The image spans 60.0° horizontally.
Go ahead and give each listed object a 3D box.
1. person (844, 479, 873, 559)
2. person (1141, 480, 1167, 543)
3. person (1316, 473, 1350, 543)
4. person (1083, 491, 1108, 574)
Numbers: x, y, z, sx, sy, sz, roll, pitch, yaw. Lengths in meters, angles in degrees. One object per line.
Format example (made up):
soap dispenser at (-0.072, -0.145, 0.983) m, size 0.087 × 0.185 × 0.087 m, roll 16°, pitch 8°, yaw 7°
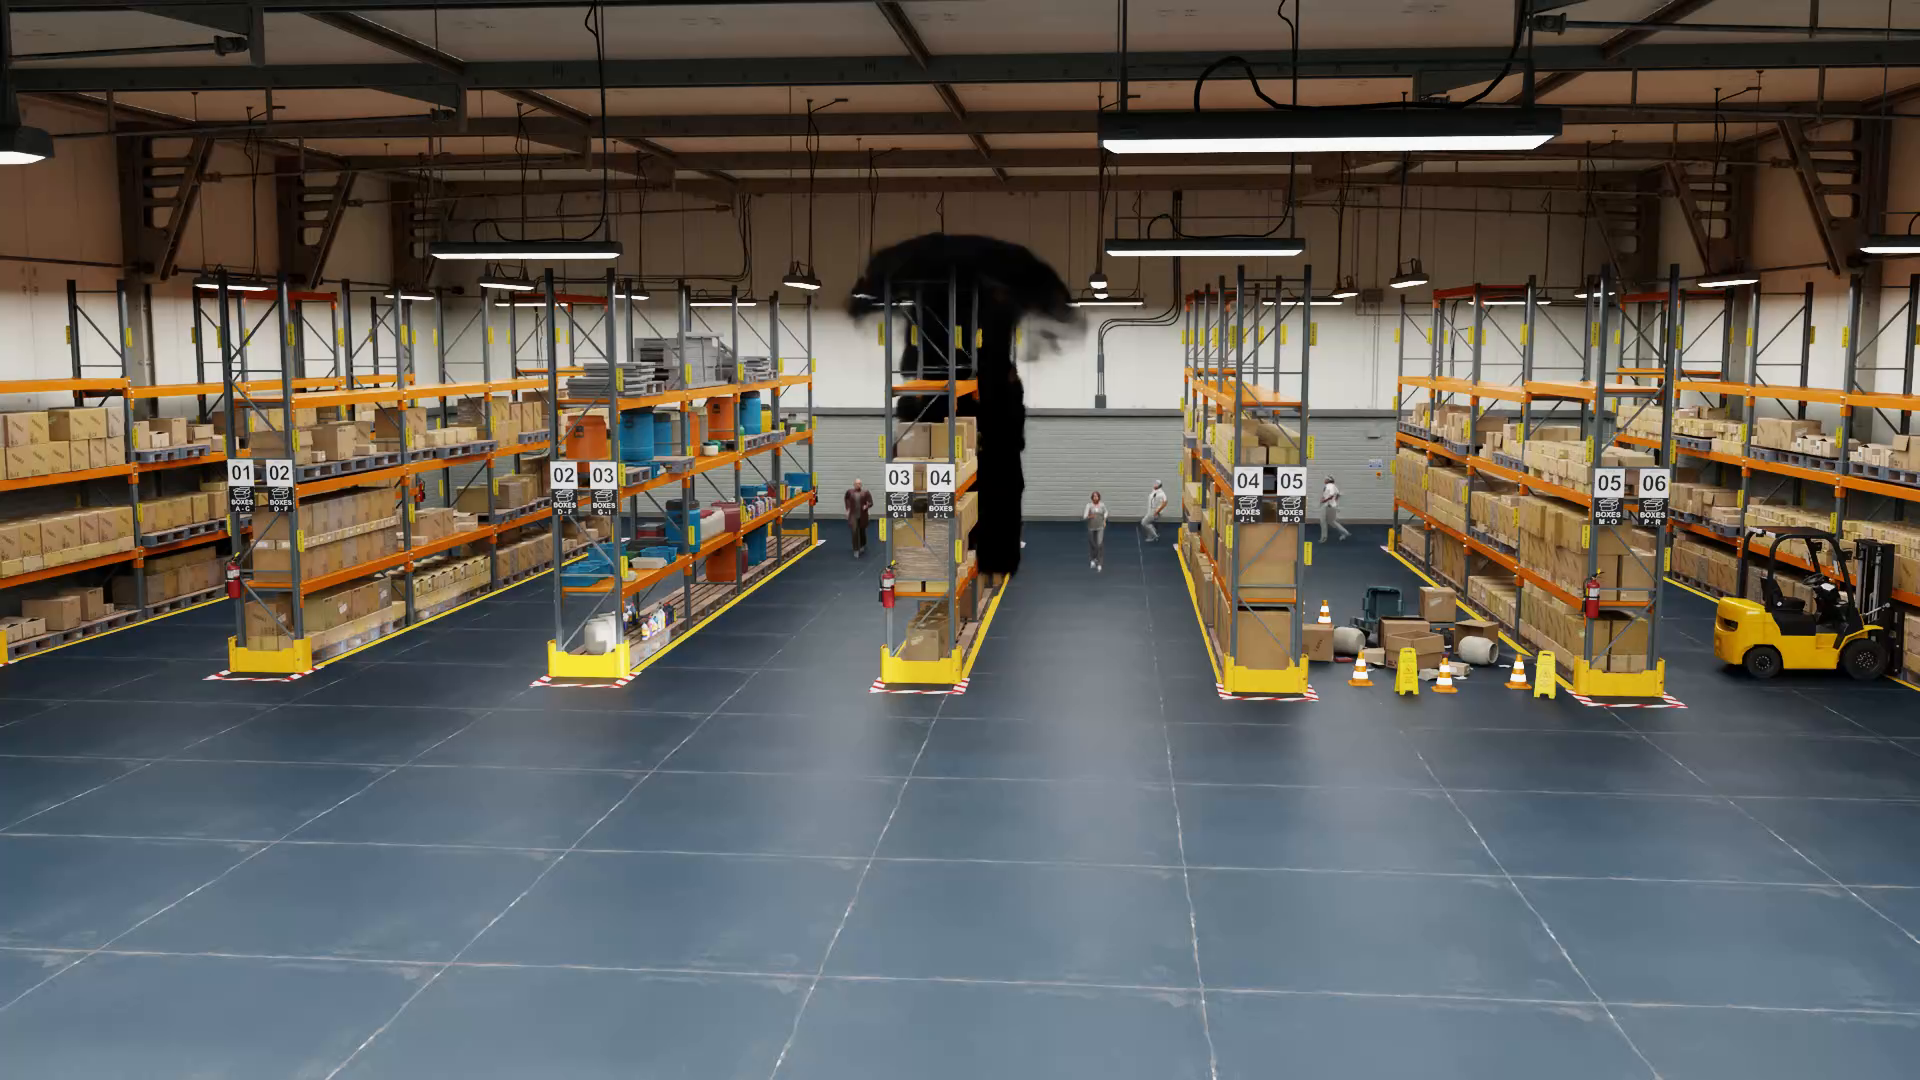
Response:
person at (-2.331, -0.521, 38.253) m, size 0.670 × 1.793 × 1.052 m, roll 0°, pitch 7°, yaw -2°
person at (4.721, -0.708, 40.699) m, size 0.598 × 1.575 × 0.725 m, roll 0°, pitch 7°, yaw -1°
person at (9.105, -0.759, 40.583) m, size 0.787 × 1.736 × 0.575 m, roll 2°, pitch 7°, yaw 15°
person at (2.772, -0.176, 34.008) m, size 0.520 × 1.656 × 0.689 m, roll 0°, pitch 7°, yaw 1°
